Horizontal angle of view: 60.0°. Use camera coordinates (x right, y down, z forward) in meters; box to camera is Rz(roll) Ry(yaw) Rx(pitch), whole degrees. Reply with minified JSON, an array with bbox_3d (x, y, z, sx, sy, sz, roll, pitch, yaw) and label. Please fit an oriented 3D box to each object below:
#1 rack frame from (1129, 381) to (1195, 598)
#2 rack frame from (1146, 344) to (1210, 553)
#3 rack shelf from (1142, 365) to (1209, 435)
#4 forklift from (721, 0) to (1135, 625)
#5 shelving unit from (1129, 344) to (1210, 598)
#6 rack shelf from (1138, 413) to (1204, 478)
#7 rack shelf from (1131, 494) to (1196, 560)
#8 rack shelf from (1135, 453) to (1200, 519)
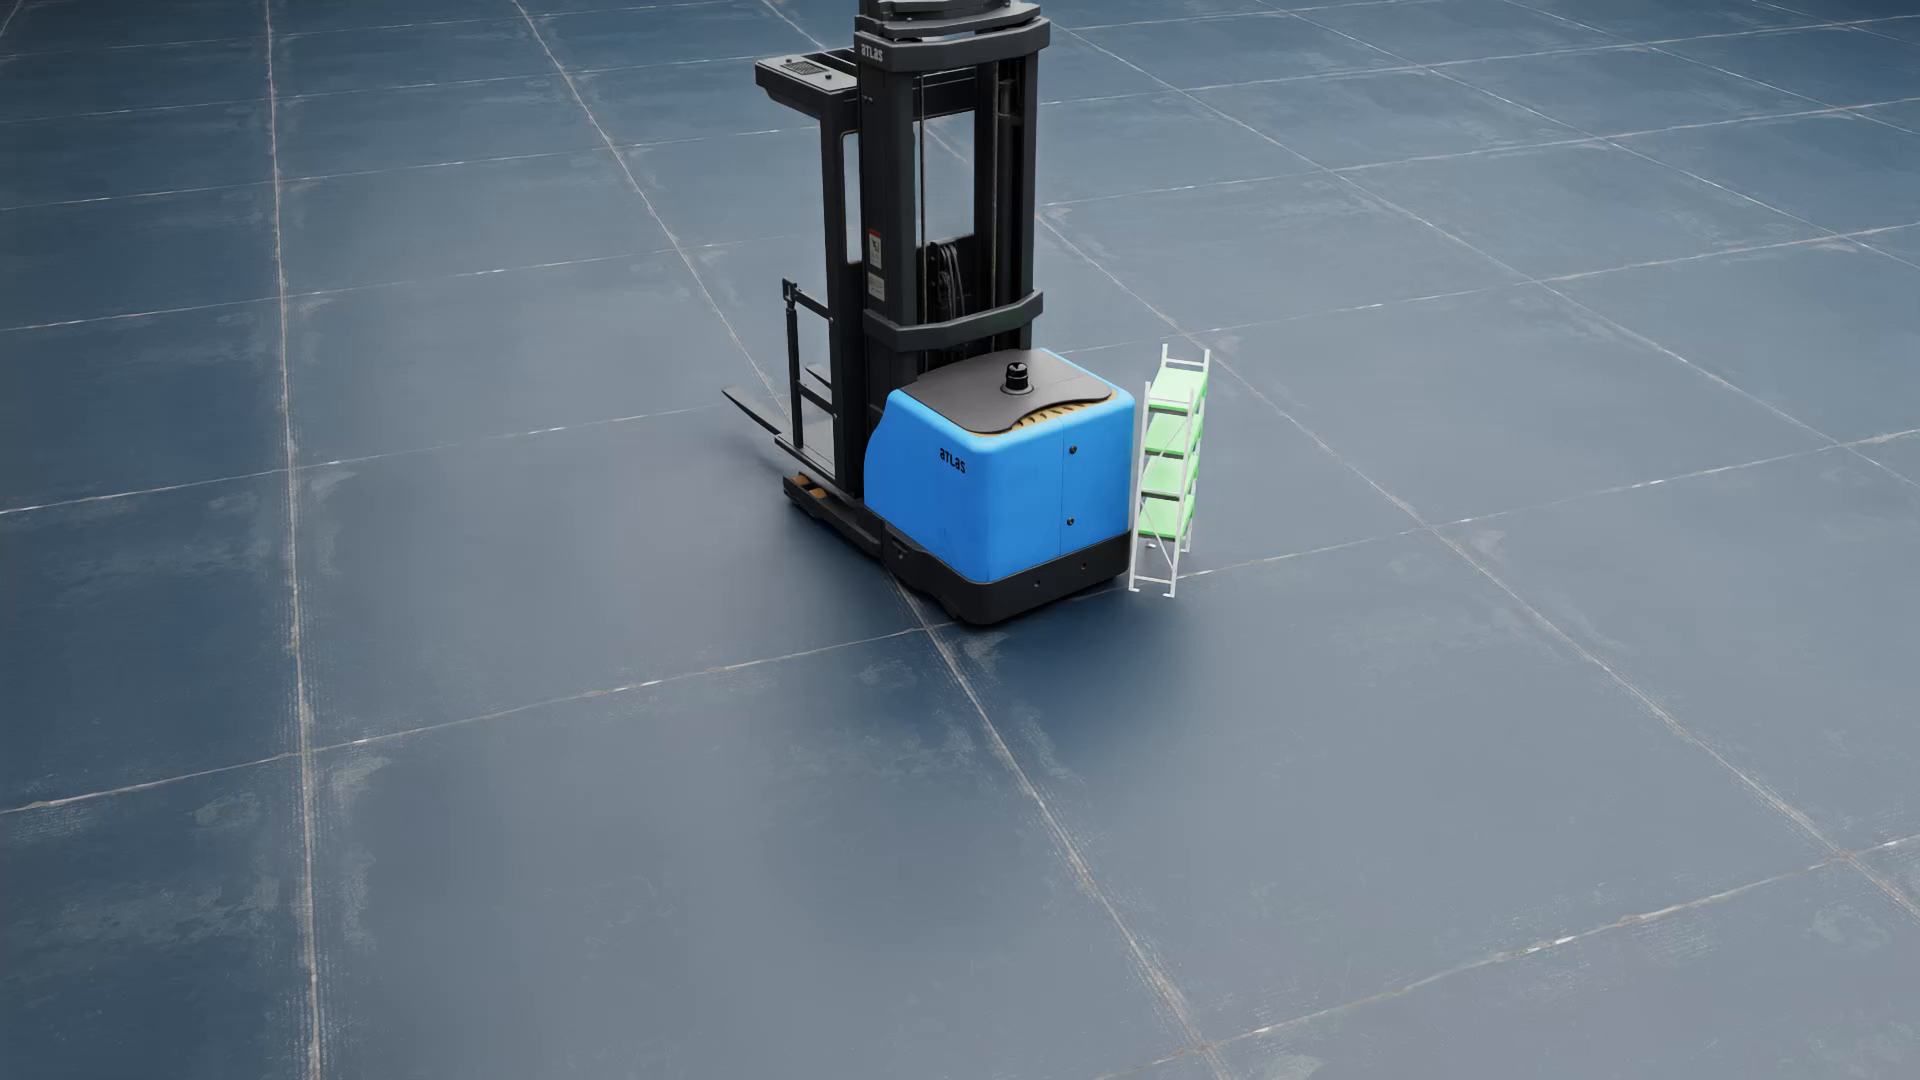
[{"bbox_3d":[1.020,-0.240,8.453,0.240,1.200,0.015,9,31,13],"label":"rack frame"},{"bbox_3d":[1.154,-0.472,8.861,0.240,1.200,0.015,9,31,13],"label":"rack frame"},{"bbox_3d":[1.095,-0.716,8.449,0.258,0.148,0.480,9,31,13],"label":"rack shelf"},{"bbox_3d":[-0.361,-1.525,8.966,1.130,2.935,3.031,-19,35,-30],"label":"forklift"},{"bbox_3d":[1.087,-0.356,8.657,0.258,1.200,0.503,9,31,13],"label":"shelving unit"},{"bbox_3d":[1.090,-0.508,8.569,0.258,0.148,0.480,9,31,13],"label":"rack shelf"},{"bbox_3d":[1.081,-0.093,8.809,0.258,0.148,0.480,9,31,13],"label":"rack shelf"},{"bbox_3d":[1.085,-0.300,8.689,0.258,0.148,0.480,9,31,13],"label":"rack shelf"}]
